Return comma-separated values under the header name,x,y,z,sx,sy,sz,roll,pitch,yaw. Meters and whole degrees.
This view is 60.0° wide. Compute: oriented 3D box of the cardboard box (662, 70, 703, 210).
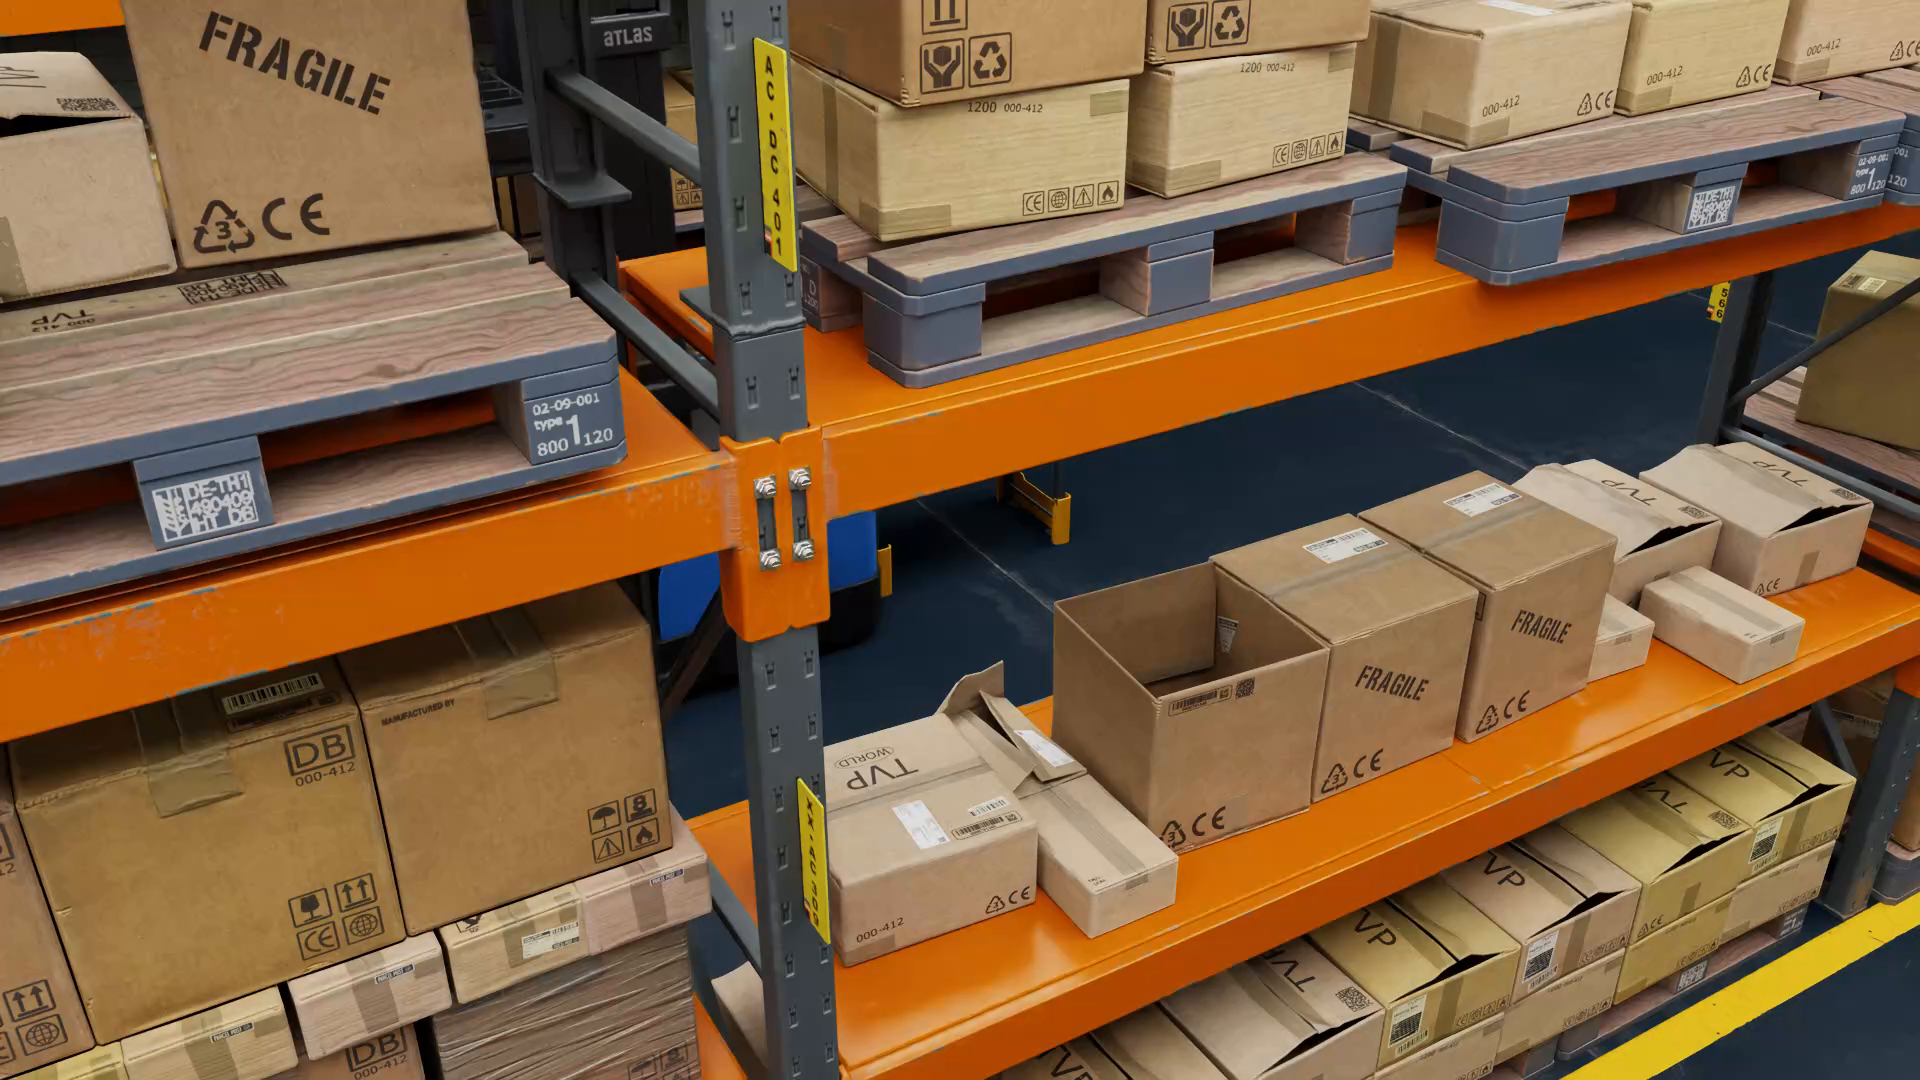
name,x,y,z,sx,sy,sz,roll,pitch,yaw
cardboard box,-1.573,-1.937,8.096,0.500,0.500,0.700,-11,31,-20

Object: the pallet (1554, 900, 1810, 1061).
name,x,y,z,sx,sy,sz,roll,pitch,yaw
pallet,2.166,1.208,5.843,1.213,0.211,1.003,-16,33,-26

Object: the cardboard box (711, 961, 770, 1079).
name,x,y,z,sx,sy,sz,roll,pitch,yaw
cardboard box,-0.349,1.337,4.554,0.500,0.311,0.500,-16,33,-26

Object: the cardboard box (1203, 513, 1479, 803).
name,x,y,z,sx,sy,sz,roll,pitch,yaw
cardboard box,1.003,0.304,4.490,0.500,0.500,0.500,-16,33,-26

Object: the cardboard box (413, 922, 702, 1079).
name,x,y,z,sx,sy,sz,roll,pitch,yaw
cardboard box,-0.933,0.848,3.505,0.500,0.500,0.700,-17,33,-28

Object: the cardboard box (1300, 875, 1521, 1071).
name,x,y,z,sx,sy,sz,roll,pitch,yaw
cardboard box,1.254,1.181,4.836,0.500,0.311,0.500,-15,32,-25

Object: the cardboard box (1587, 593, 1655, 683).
name,x,y,z,sx,sy,sz,roll,pitch,yaw
cardboard box,1.824,0.247,4.957,0.250,0.149,0.380,-13,32,-23

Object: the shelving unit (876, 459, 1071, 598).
name,x,y,z,sx,sy,sz,roll,pitch,yaw
shelving unit,-0.066,-0.638,7.854,1.083,1.500,0.587,-16,33,-26

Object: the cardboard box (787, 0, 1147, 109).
name,x,y,z,sx,sy,sz,roll,pitch,yaw
cardboard box,-0.001,-1.113,3.003,0.500,0.500,0.500,-15,32,-26

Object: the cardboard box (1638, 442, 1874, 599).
name,x,y,z,sx,sy,sz,roll,pitch,yaw
cardboard box,2.560,-0.088,5.398,0.500,0.311,0.500,-14,32,-23

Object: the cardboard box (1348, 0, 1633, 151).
name,x,y,z,sx,sy,sz,roll,pitch,yaw
cardboard box,1.126,-1.093,3.742,0.500,0.250,0.500,-19,34,-30

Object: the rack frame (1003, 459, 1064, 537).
name,x,y,z,sx,sy,sz,roll,pitch,yaw
rack frame,0.365,-0.760,8.075,0.032,1.500,0.500,-16,33,-26

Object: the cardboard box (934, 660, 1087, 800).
name,x,y,z,sx,sy,sz,roll,pitch,yaw
cardboard box,0.112,0.548,4.292,0.258,0.266,0.396,-17,33,-28

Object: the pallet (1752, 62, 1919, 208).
name,x,y,z,sx,sy,sz,roll,pitch,yaw
pallet,2.356,-1.225,4.457,1.003,0.211,1.213,-14,32,-24

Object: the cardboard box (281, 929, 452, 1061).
name,x,y,z,sx,sy,sz,roll,pitch,yaw
cardboard box,-1.118,0.734,3.041,0.250,0.149,0.380,-17,33,-28

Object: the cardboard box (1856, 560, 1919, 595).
name,x,y,z,sx,sy,sz,roll,pitch,yaw
cardboard box,3.629,0.033,6.441,0.500,0.250,0.500,-15,32,-24

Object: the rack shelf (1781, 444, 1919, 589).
name,x,y,z,sx,sy,sz,roll,pitch,yaw
rack shelf,4.620,-0.373,6.566,4.000,0.370,1.077,-16,33,-26

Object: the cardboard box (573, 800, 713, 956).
name,x,y,z,sx,sy,sz,roll,pitch,yaw
cardboard box,-0.679,0.609,3.267,0.250,0.149,0.380,-16,33,-26

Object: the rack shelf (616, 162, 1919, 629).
name,x,y,z,sx,sy,sz,roll,pitch,yaw
rack shelf,1.171,-0.707,4.067,4.000,0.370,1.077,-16,33,-26

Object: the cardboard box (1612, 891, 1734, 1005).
name,x,y,z,sx,sy,sz,roll,pitch,yaw
cardboard box,2.123,1.180,5.419,0.500,0.250,0.500,-16,33,-27

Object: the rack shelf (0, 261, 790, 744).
name,x,y,z,sx,sy,sz,roll,pitch,yaw
rack shelf,-2.278,0.272,2.292,4.000,0.370,1.077,-16,33,-26

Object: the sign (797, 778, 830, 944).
name,x,y,z,sx,sy,sz,roll,pitch,yaw
sign,-0.271,0.598,3.084,0.005,0.325,0.100,-16,33,-26

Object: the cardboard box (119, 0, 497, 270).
name,x,y,z,sx,sy,sz,roll,pitch,yaw
cardboard box,-1.121,-0.808,2.822,0.500,0.500,0.500,-13,31,-22

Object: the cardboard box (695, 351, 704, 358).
name,x,y,z,sx,sy,sz,roll,pitch,yaw
cardboard box,-1.559,-0.823,8.768,0.500,0.500,0.700,-15,32,-26

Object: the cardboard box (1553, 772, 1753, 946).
name,x,y,z,sx,sy,sz,roll,pitch,yaw
cardboard box,2.124,0.937,5.278,0.500,0.311,0.500,-16,33,-27

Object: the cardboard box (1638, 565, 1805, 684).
name,x,y,z,sx,sy,sz,roll,pitch,yaw
cardboard box,2.260,0.247,4.958,0.250,0.149,0.380,-16,33,-26

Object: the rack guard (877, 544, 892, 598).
name,x,y,z,sx,sy,sz,roll,pitch,yaw
rack guard,-0.495,0.031,7.935,0.087,0.250,0.587,-16,33,-26

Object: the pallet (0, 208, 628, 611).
name,x,y,z,sx,sy,sz,roll,pitch,yaw
pallet,-1.276,-0.274,2.629,1.213,0.211,1.003,-16,33,-26

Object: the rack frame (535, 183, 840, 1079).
name,x,y,z,sx,sy,sz,roll,pitch,yaw
rack frame,-0.553,0.781,3.730,0.127,3.000,1.000,-16,33,-26

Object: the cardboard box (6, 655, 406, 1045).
name,x,y,z,sx,sy,sz,roll,pitch,yaw
cardboard box,-1.368,0.405,2.966,0.500,0.500,0.700,-16,33,-26

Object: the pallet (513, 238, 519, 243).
name,x,y,z,sx,sy,sz,roll,pitch,yaw
pallet,-2.333,-1.324,7.744,1.213,0.211,1.003,-16,33,-26

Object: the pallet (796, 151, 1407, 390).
name,x,y,z,sx,sy,sz,roll,pitch,yaw
pallet,0.201,-0.670,3.453,1.217,0.209,0.805,-17,33,-28

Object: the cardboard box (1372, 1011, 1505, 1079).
name,x,y,z,sx,sy,sz,roll,pitch,yaw
cardboard box,1.246,1.429,4.968,0.500,0.250,0.500,-15,32,-25

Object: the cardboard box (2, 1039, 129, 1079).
name,x,y,z,sx,sy,sz,roll,pitch,yaw
cardboard box,-1.557,0.857,2.817,0.250,0.149,0.380,-16,33,-27

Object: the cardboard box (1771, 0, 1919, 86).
name,x,y,z,sx,sy,sz,roll,pitch,yaw
cardboard box,2.090,-1.359,4.225,0.500,0.250,0.500,-15,32,-25

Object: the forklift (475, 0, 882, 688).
name,x,y,z,sx,sy,sz,roll,pitch,yaw
forklift,-1.879,-0.694,6.474,3.031,2.935,1.130,-16,33,-27

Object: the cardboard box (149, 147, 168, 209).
name,x,y,z,sx,sy,sz,roll,pitch,yaw
cardboard box,-3.317,-1.309,6.875,0.500,0.500,0.500,-16,33,-26

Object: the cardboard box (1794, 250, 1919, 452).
name,x,y,z,sx,sy,sz,roll,pitch,yaw
cardboard box,3.381,-0.627,5.743,0.700,0.500,0.500,22,36,34

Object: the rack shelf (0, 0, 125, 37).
name,x,y,z,sx,sy,sz,roll,pitch,yaw
rack shelf,-4.790,-1.791,6.030,4.000,0.370,1.077,-16,33,-26

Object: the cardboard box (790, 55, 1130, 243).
name,x,y,z,sx,sy,sz,roll,pitch,yaw
cardboard box,-0.017,-0.797,3.207,0.500,0.250,0.500,-12,31,-21

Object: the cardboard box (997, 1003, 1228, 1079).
name,x,y,z,sx,sy,sz,roll,pitch,yaw
cardboard box,0.363,1.438,4.371,0.500,0.311,0.500,-16,33,-27
